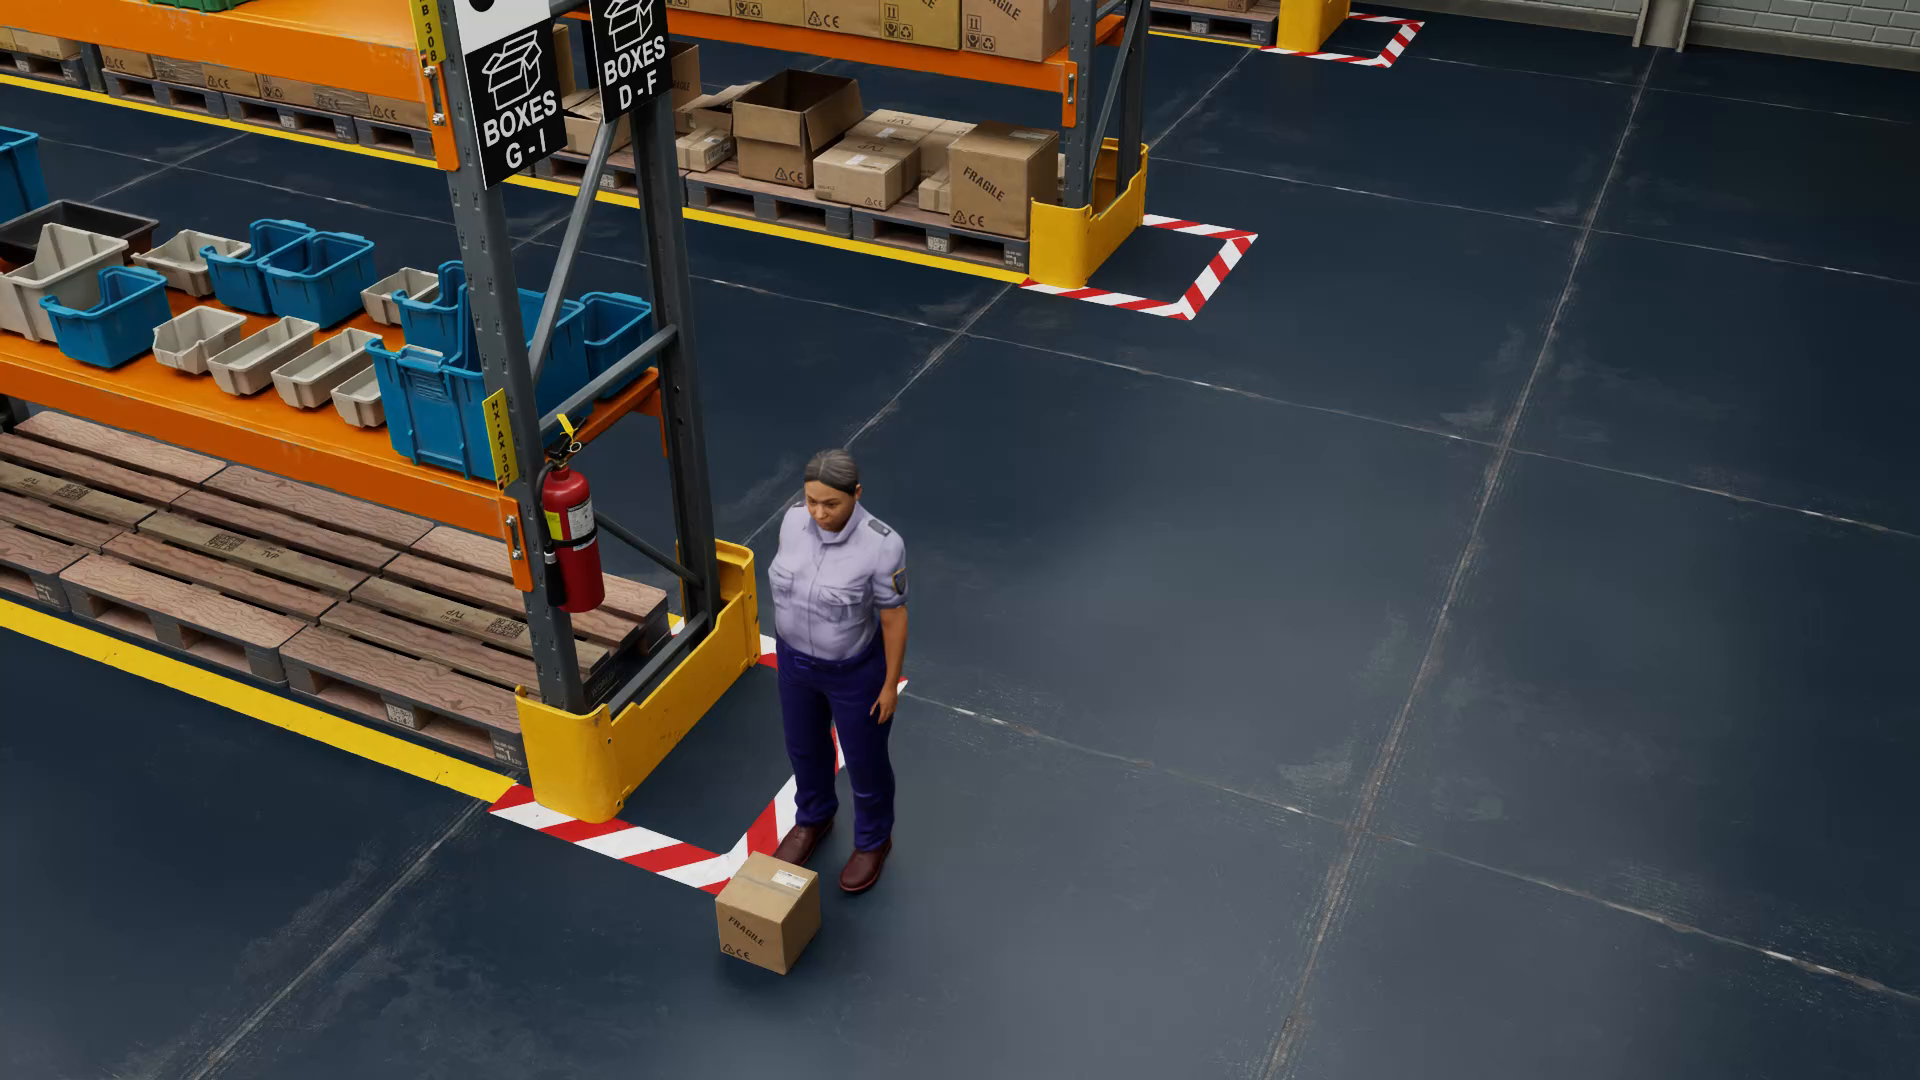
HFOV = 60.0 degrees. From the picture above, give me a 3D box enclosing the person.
[{"bbox_3d":[-0.407,0.436,5.498,0.478,1.663,0.368,17,38,24],"label":"person"}]
